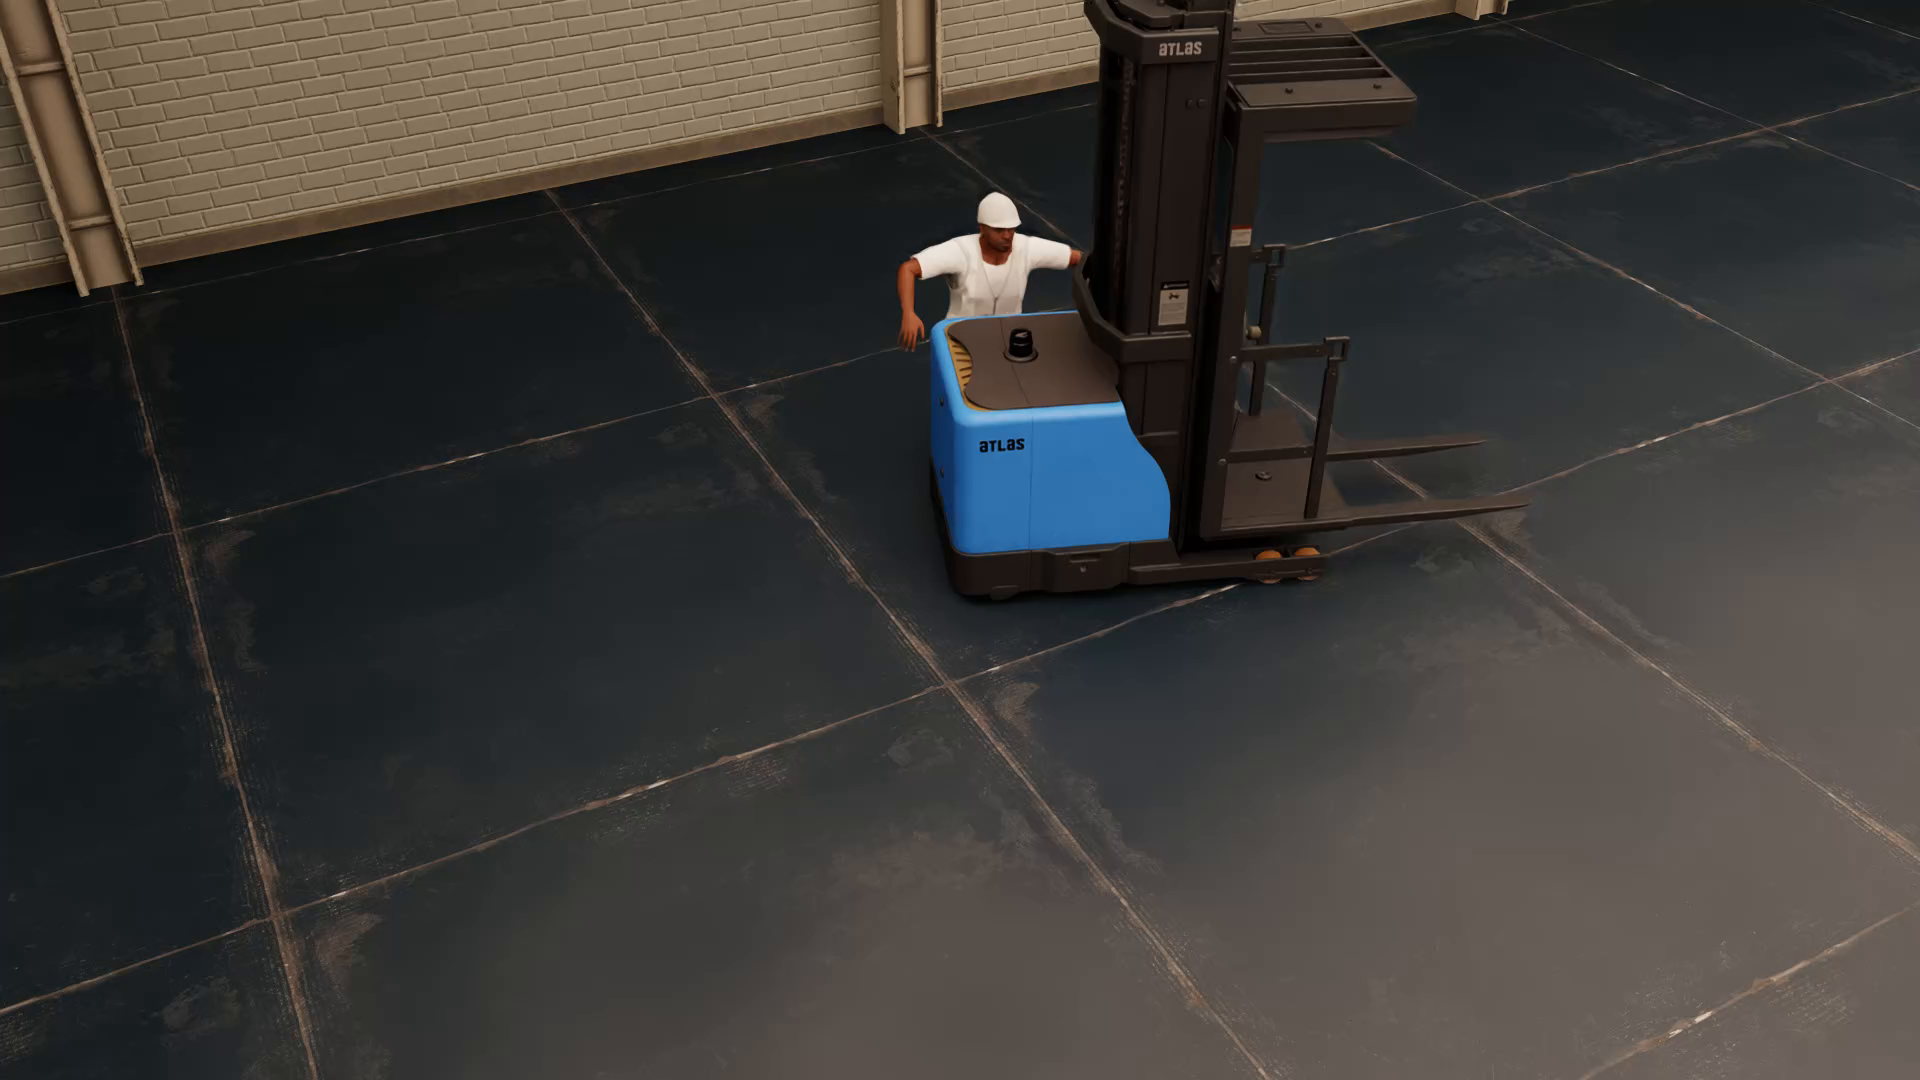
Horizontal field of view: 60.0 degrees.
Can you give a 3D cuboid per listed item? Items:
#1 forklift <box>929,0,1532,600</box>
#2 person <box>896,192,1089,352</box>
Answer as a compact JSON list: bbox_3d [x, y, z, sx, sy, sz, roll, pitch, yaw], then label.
[{"bbox_3d":[1.397,-1.277,7.930,3.031,2.935,1.130,-5,36,-6],"label":"forklift"},{"bbox_3d":[0.242,-1.024,8.705,1.186,1.500,0.842,-13,37,-17],"label":"person"}]
